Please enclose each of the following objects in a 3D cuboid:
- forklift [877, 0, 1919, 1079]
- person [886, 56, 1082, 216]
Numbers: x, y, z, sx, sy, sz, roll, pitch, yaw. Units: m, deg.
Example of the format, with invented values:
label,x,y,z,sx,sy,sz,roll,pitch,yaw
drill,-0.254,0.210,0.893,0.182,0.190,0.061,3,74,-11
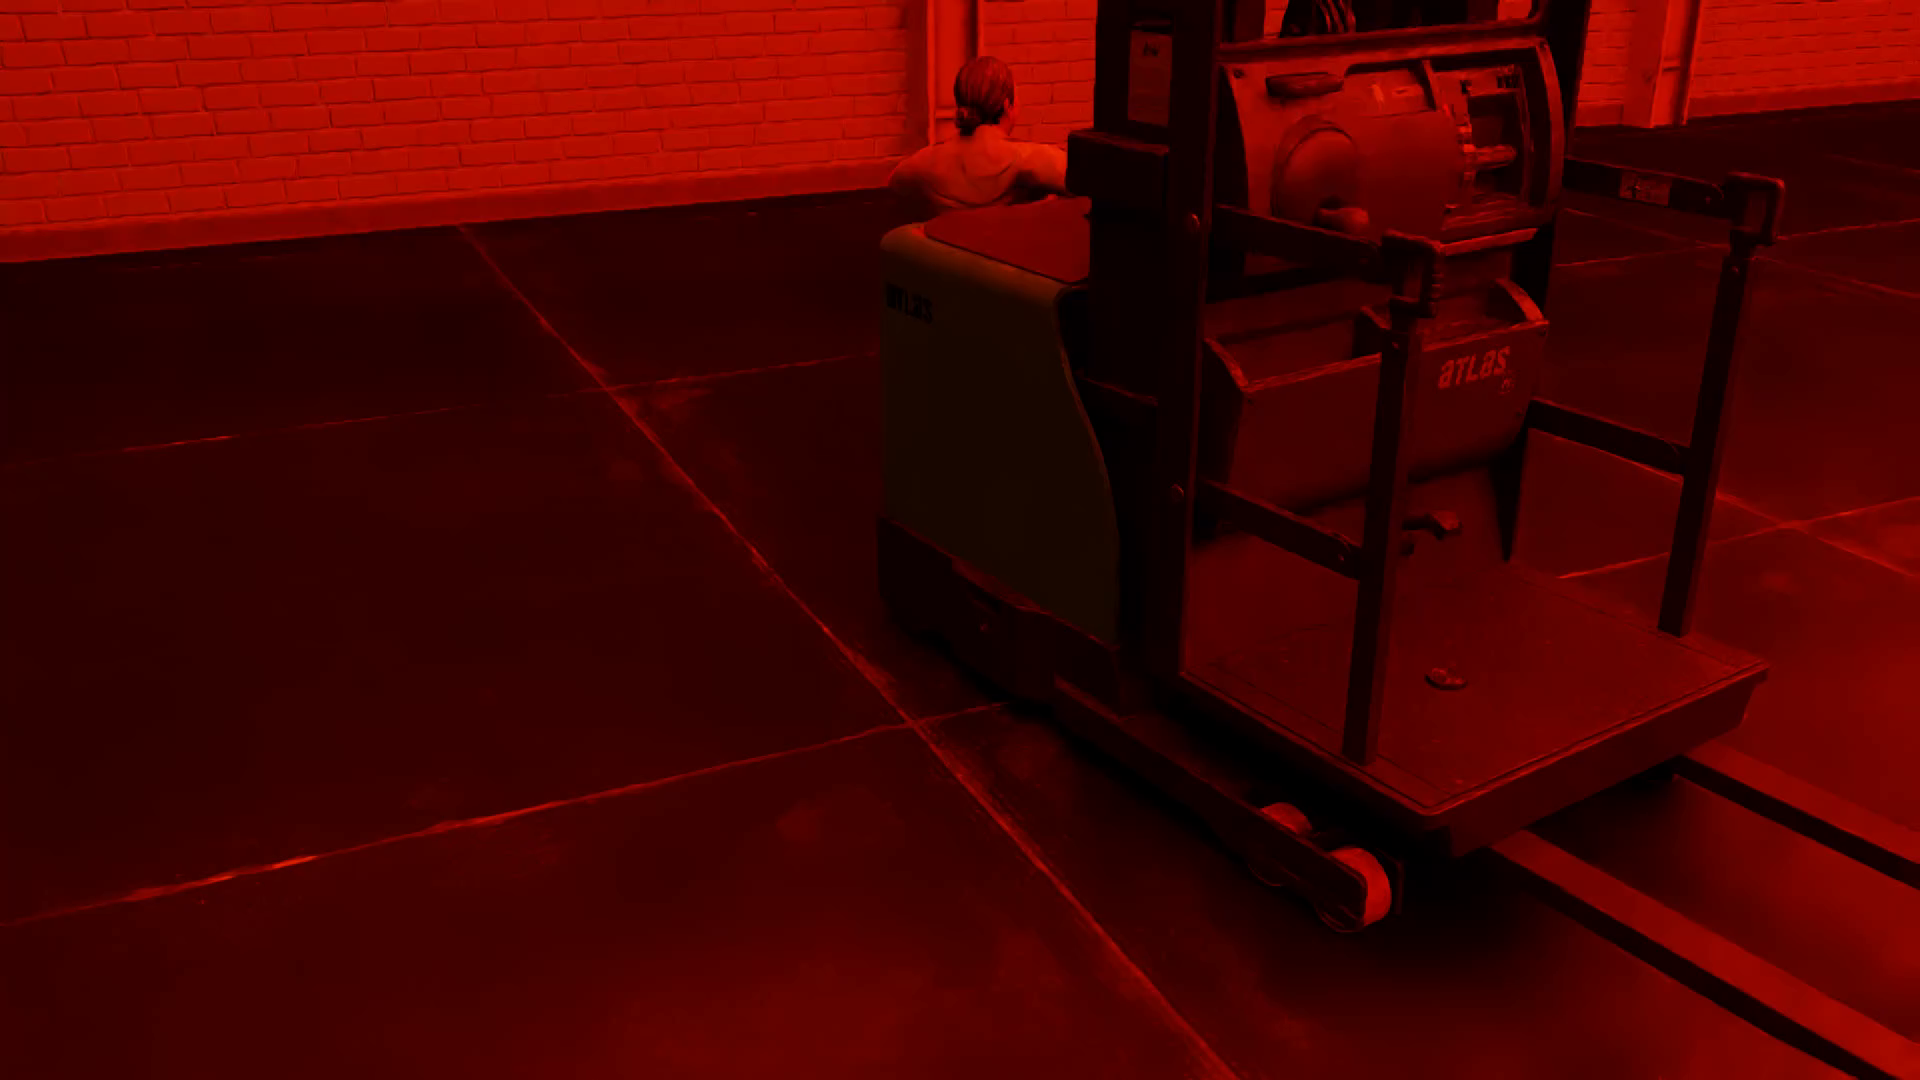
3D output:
label,x,y,z,sx,sy,sz,roll,pitch,yaw
forklift,1.018,-0.795,3.199,1.130,2.935,3.031,-15,27,-31
person,0.270,-0.764,5.096,1.009,1.406,0.788,13,26,28
